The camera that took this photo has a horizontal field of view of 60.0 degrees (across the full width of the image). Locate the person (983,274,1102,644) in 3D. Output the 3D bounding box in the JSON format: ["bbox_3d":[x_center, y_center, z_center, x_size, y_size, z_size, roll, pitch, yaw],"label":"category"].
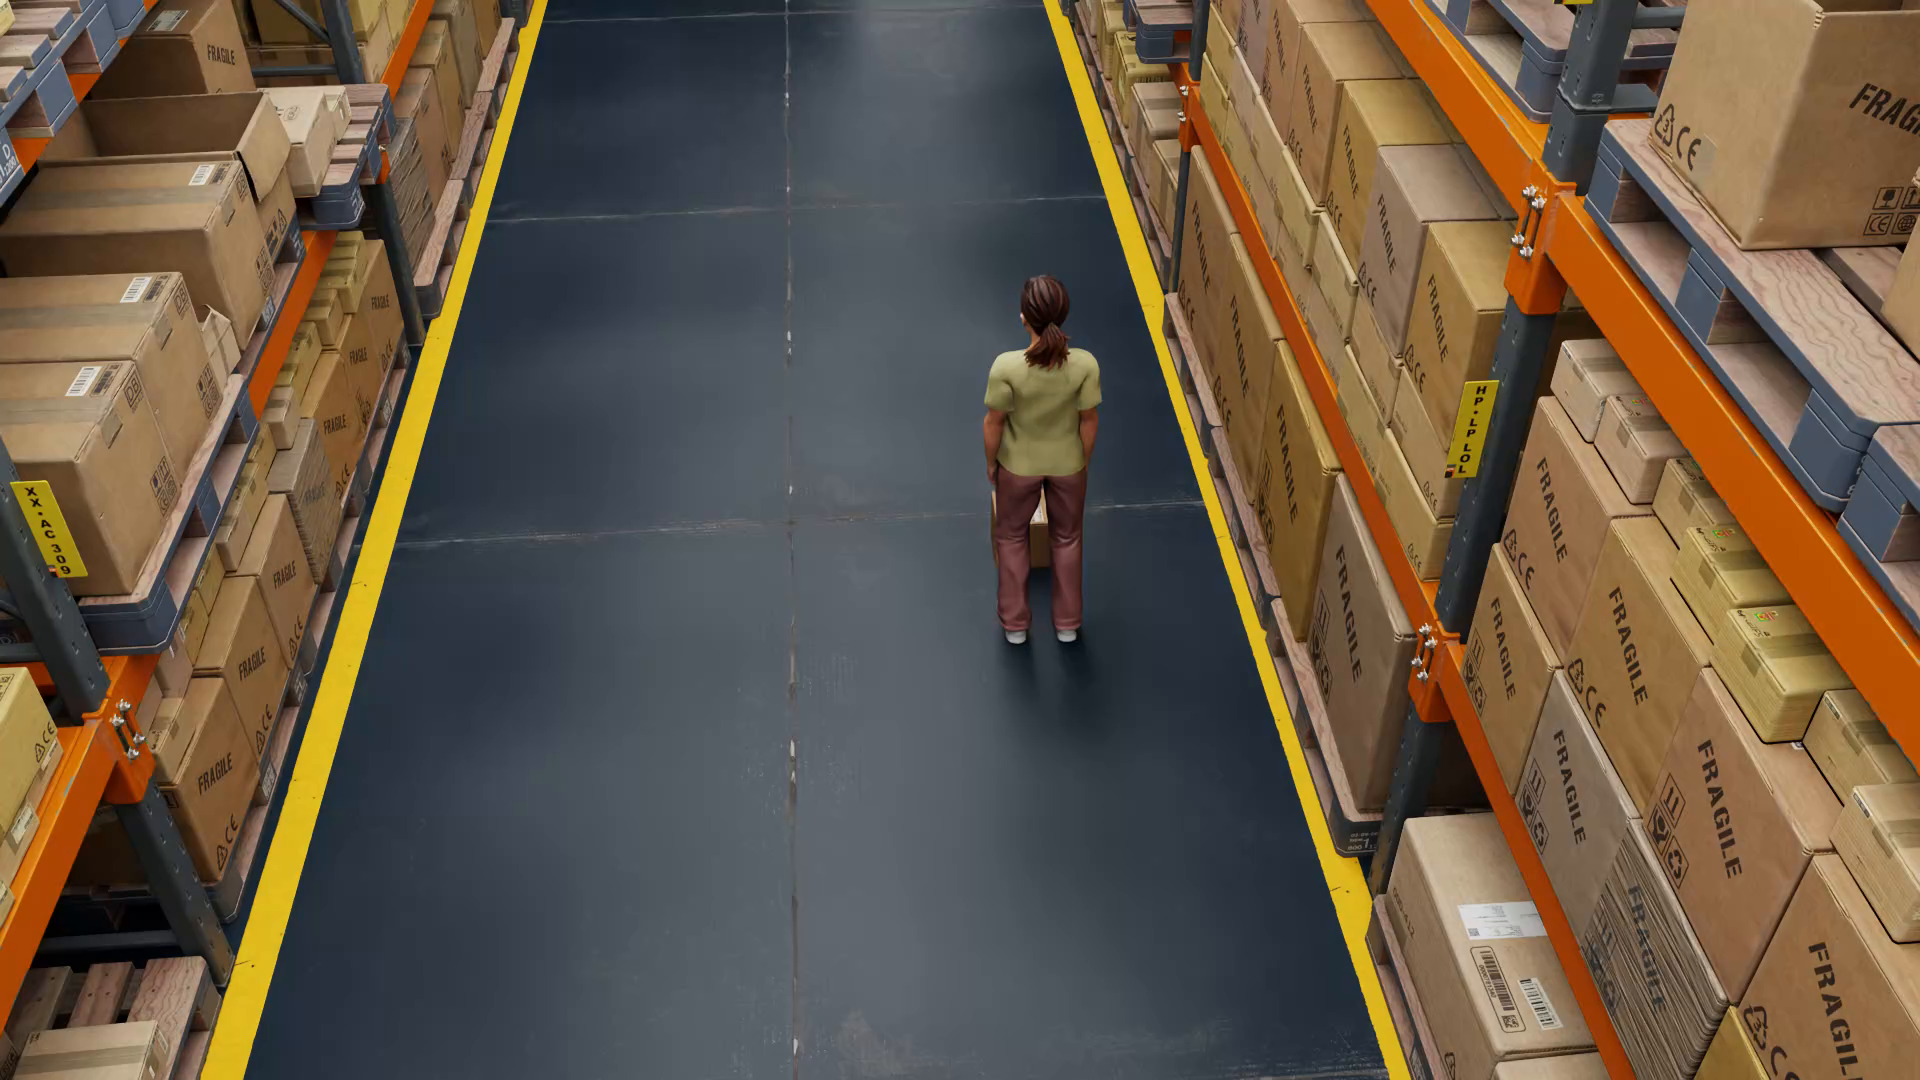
[{"bbox_3d":[0.309,-0.286,6.520,0.447,1.667,0.345,-2,39,-3],"label":"person"}]
